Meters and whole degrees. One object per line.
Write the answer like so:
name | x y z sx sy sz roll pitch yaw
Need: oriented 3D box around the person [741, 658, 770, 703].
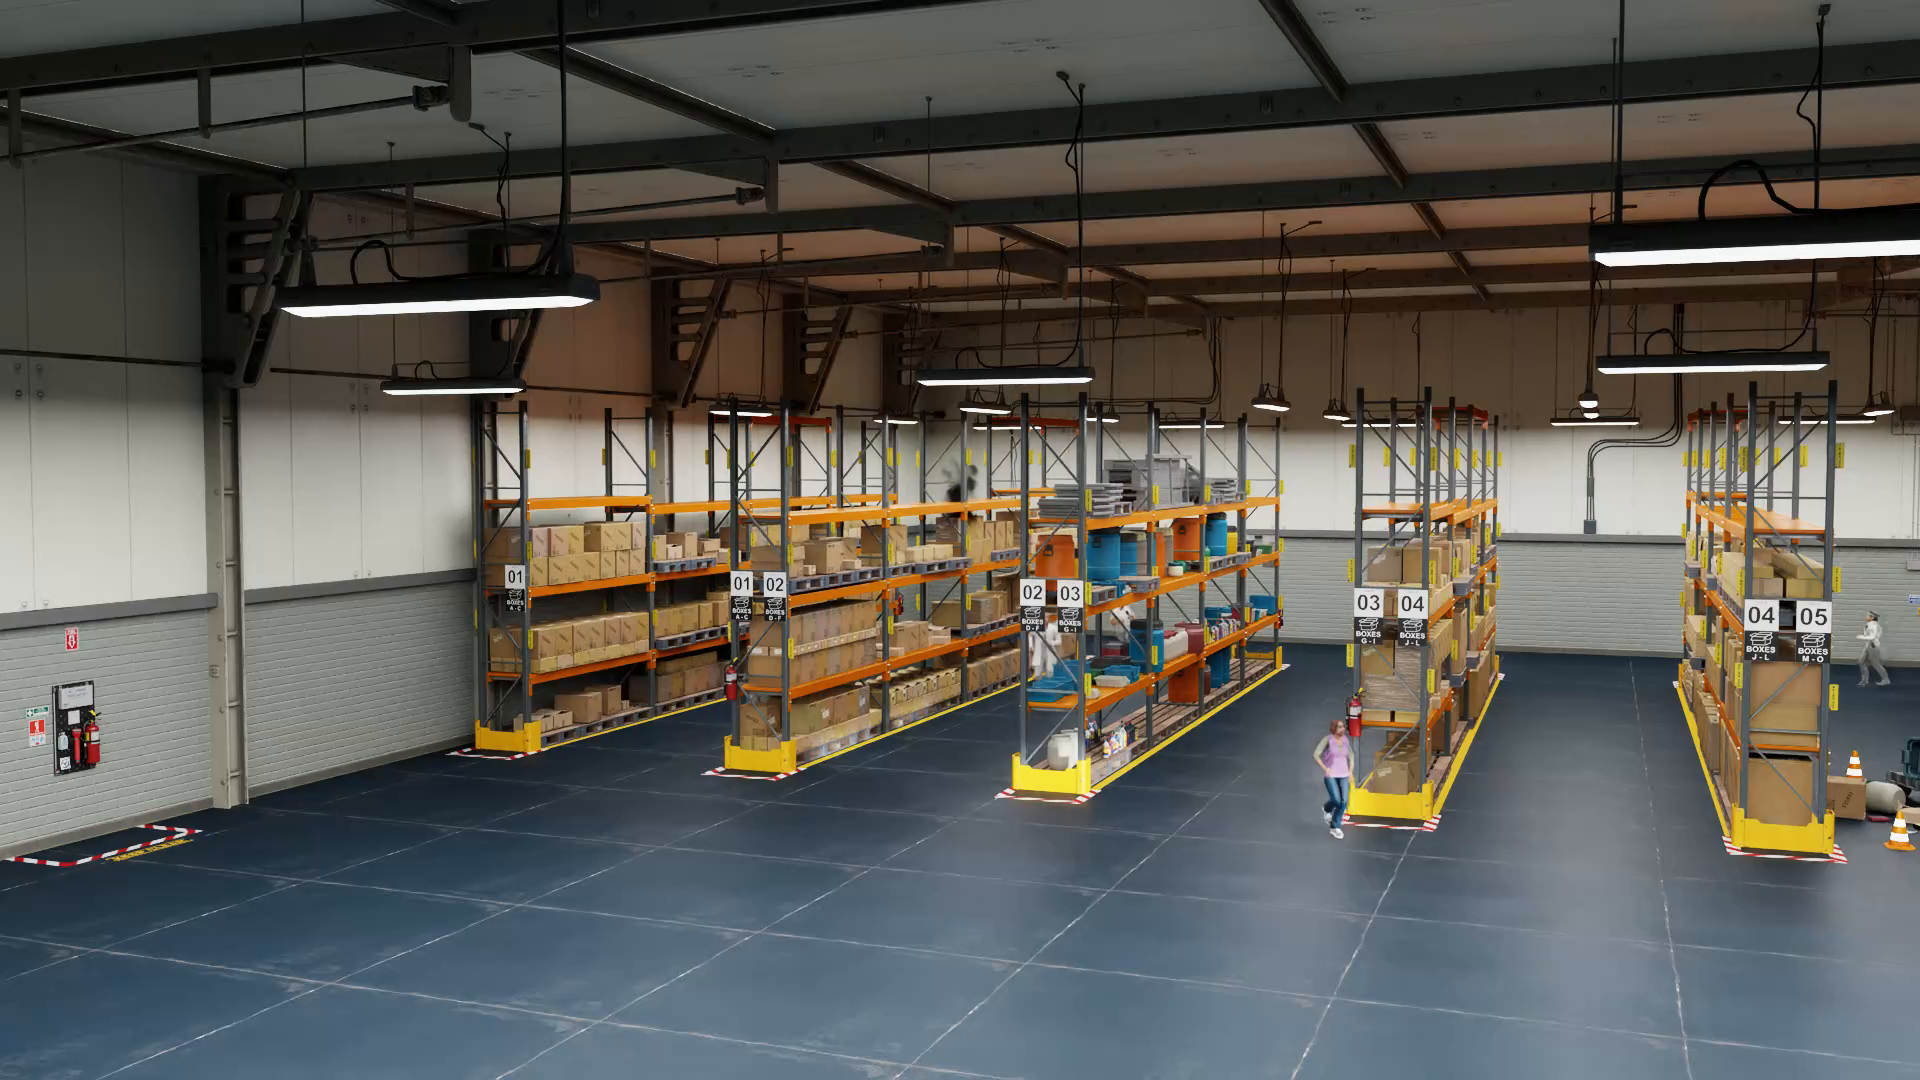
person | -3.613 2.658 29.910 0.696 1.763 0.941 1 3 15

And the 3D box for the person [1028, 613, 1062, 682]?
person | 1.615 2.294 31.922 0.684 1.842 0.750 0 3 7

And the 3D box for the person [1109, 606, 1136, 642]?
person | 3.939 2.222 40.345 0.641 1.640 0.889 0 3 5

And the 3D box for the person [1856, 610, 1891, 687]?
person | 19.994 2.392 36.387 0.695 1.743 0.605 1 3 20

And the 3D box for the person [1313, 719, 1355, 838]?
person | 4.996 3.202 22.140 0.572 1.475 0.502 -1 3 -12
